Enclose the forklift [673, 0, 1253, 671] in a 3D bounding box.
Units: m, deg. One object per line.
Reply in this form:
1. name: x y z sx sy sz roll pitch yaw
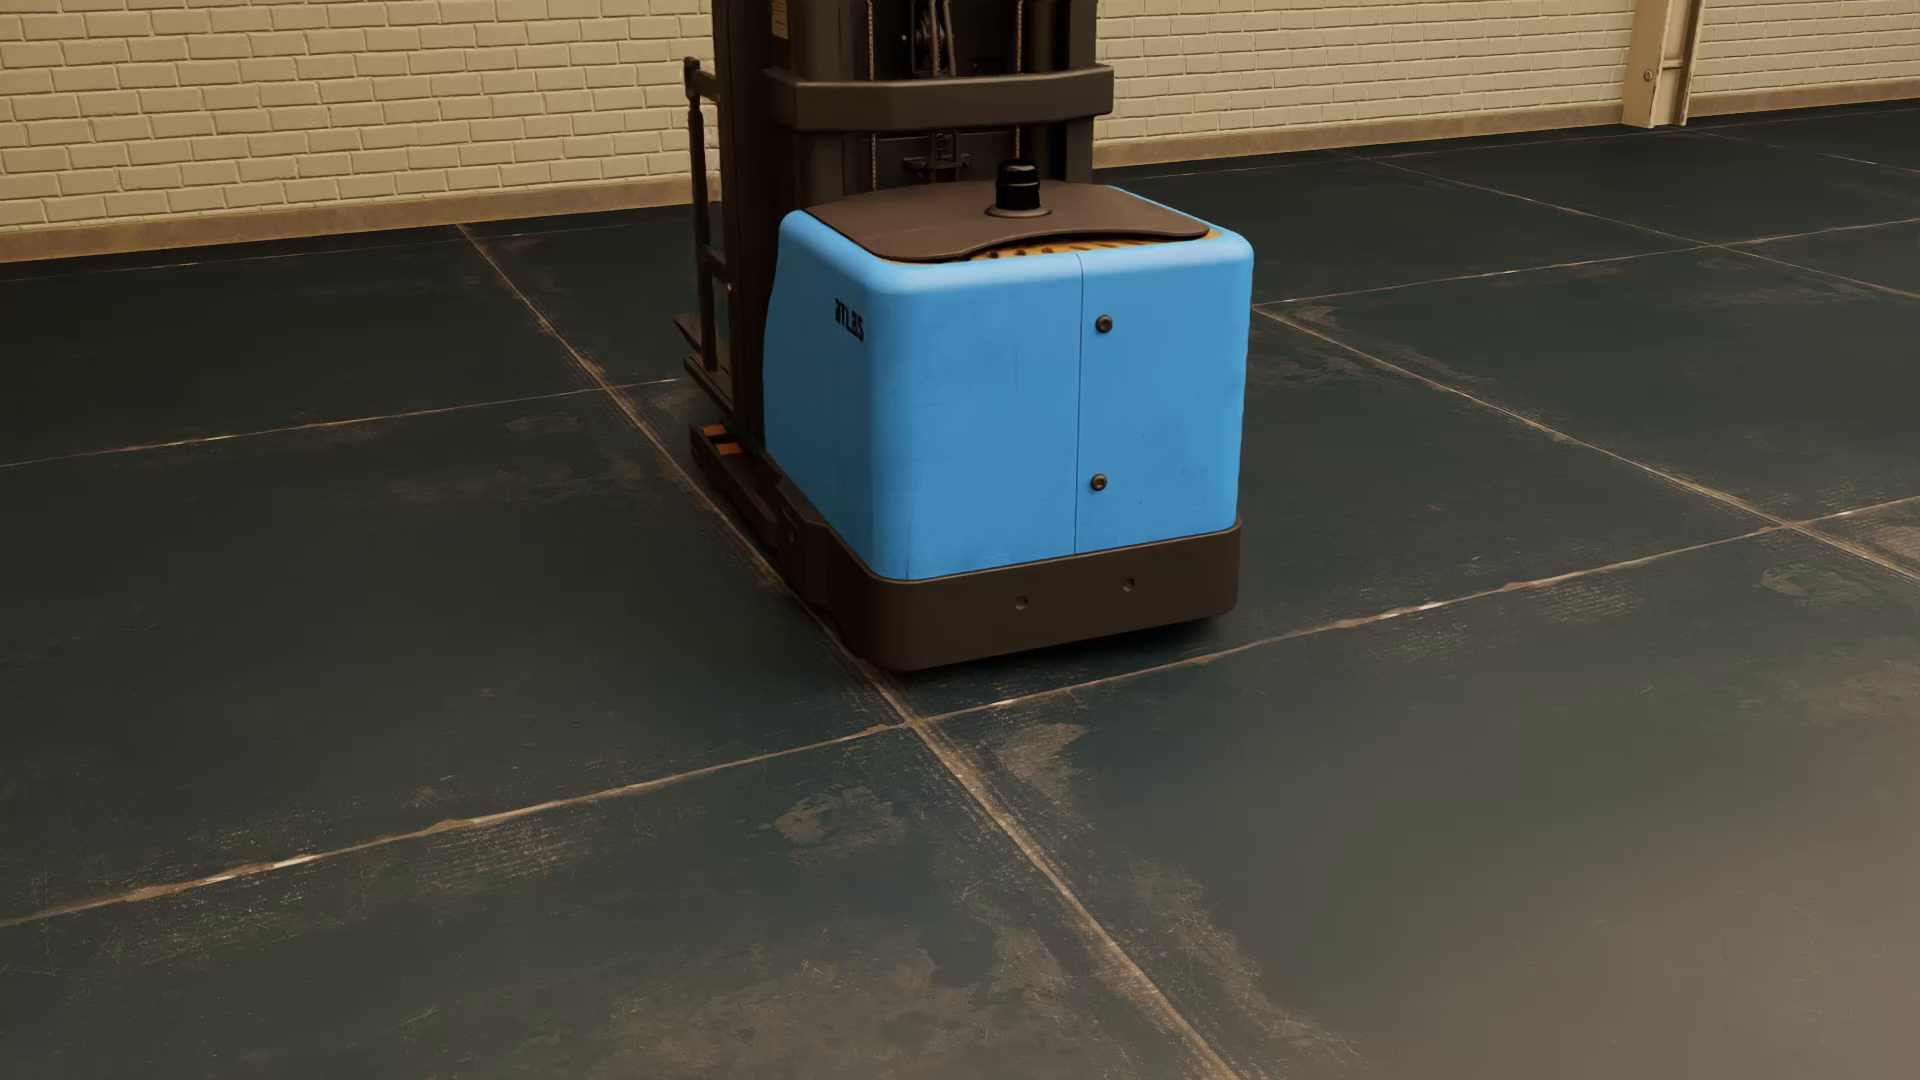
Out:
1. forklift: -0.272 -1.563 5.048 1.130 2.935 3.031 -9 24 -20
